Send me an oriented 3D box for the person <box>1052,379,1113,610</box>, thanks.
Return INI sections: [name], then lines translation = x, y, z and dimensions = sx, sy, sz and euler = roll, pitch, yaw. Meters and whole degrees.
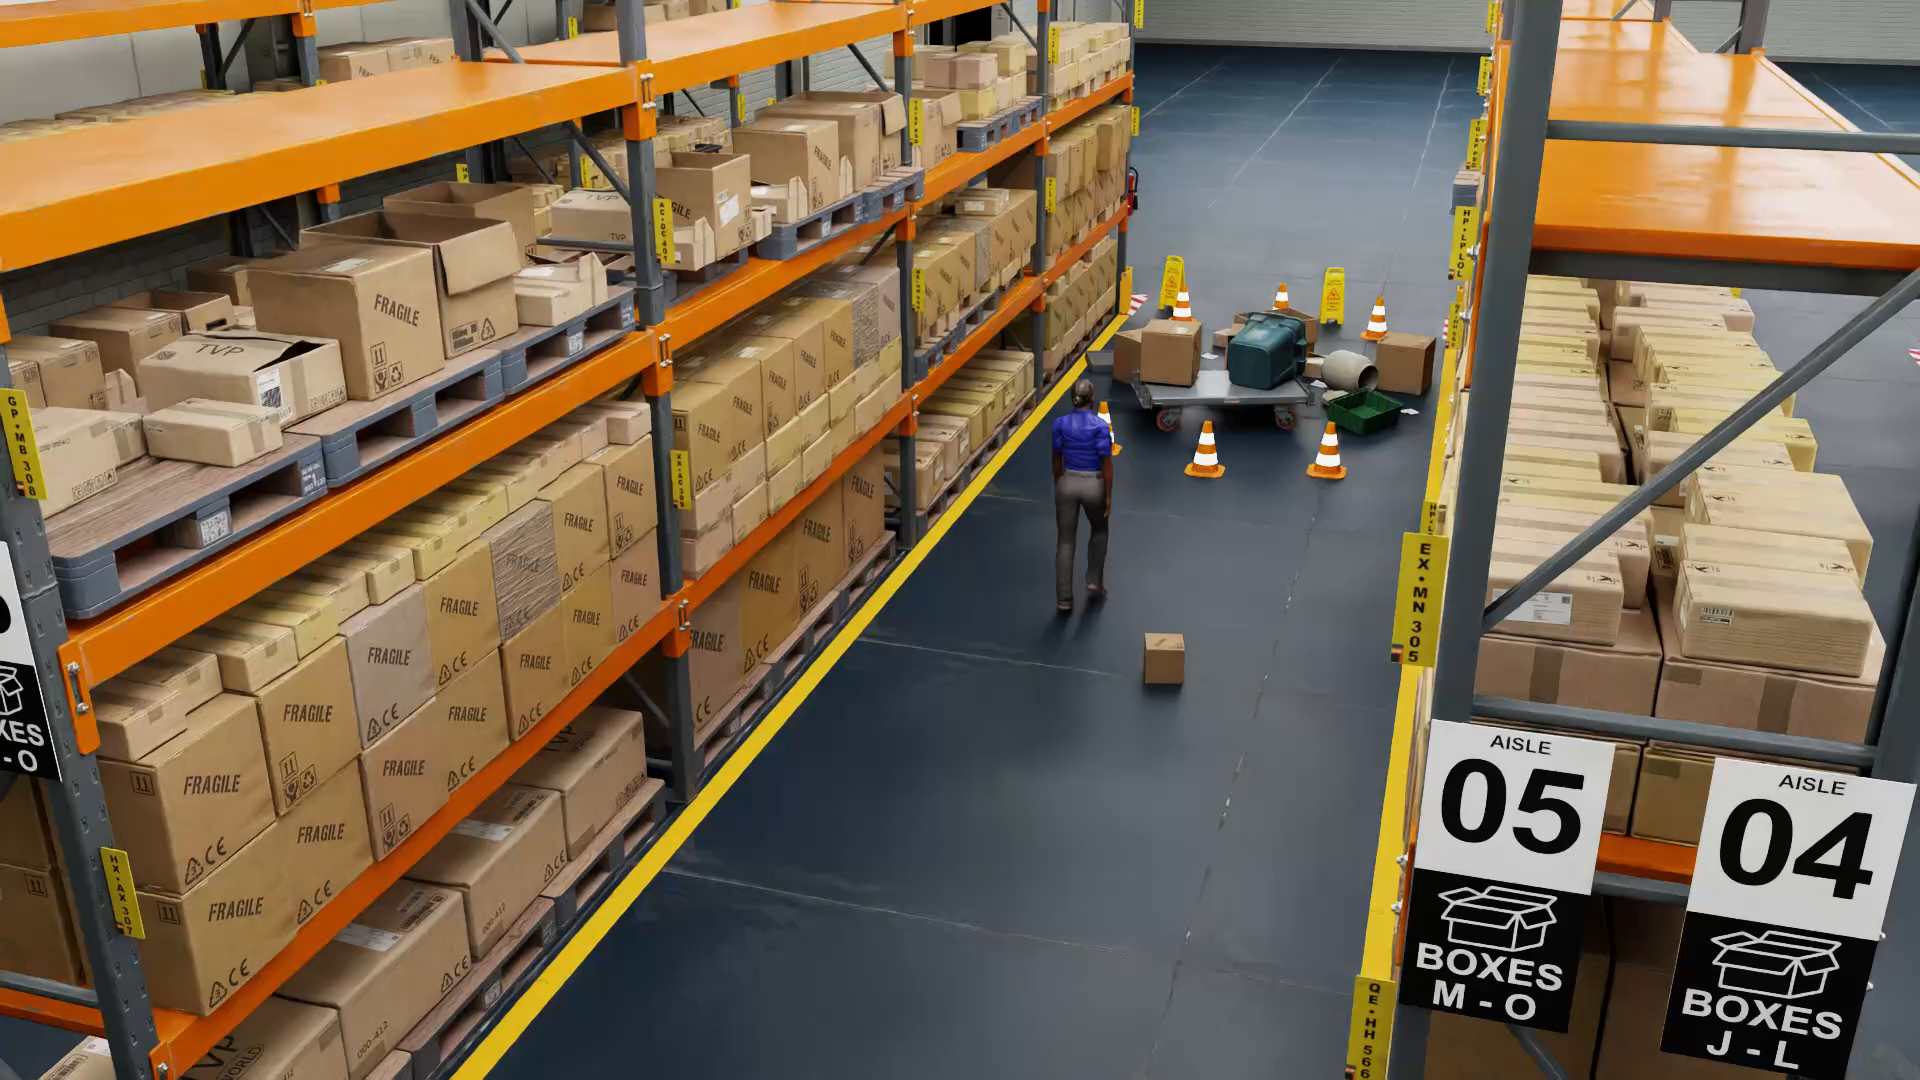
[person]
translation = 0.856, -0.285, 11.863
dimensions = 0.469, 1.727, 0.605
euler = 5, 23, 13
